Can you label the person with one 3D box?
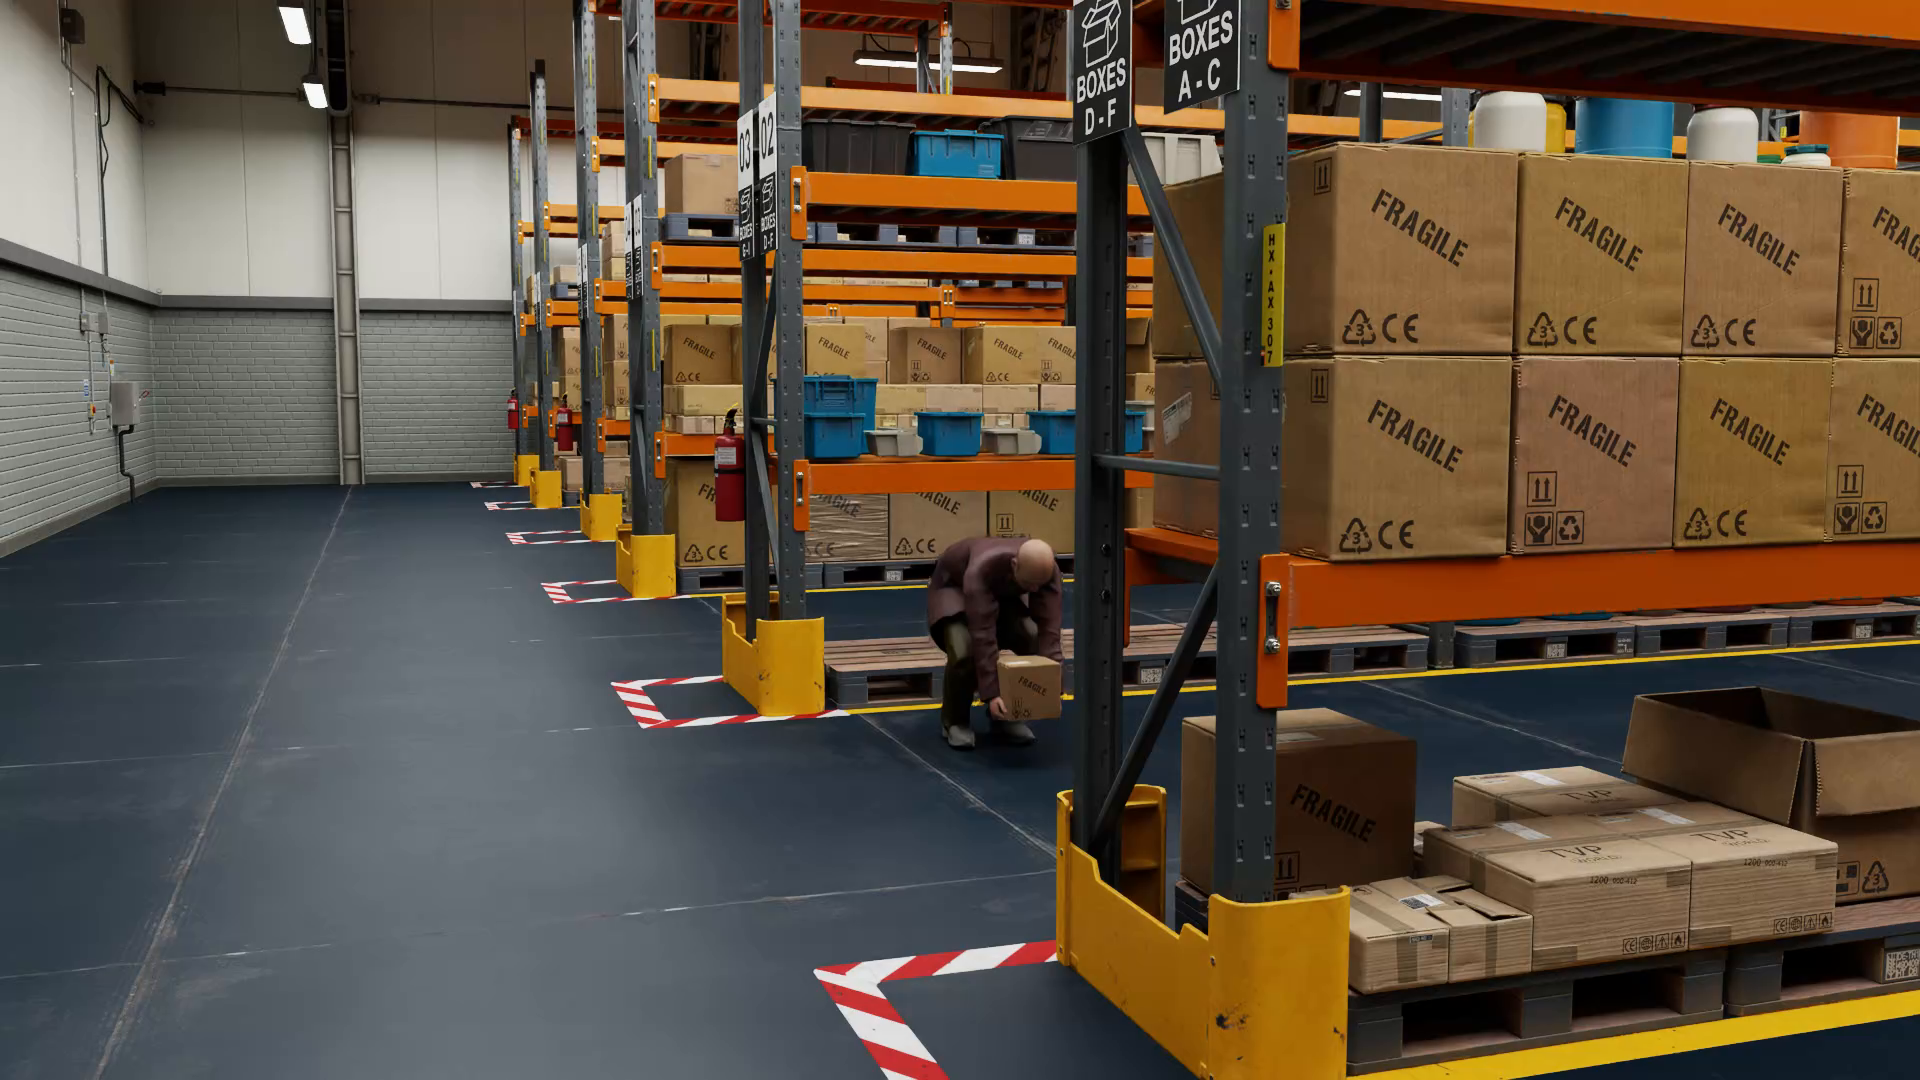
[{"bbox_3d":[0.175,0.476,7.846,0.594,1.029,0.939,-2,6,-21],"label":"person"}]
